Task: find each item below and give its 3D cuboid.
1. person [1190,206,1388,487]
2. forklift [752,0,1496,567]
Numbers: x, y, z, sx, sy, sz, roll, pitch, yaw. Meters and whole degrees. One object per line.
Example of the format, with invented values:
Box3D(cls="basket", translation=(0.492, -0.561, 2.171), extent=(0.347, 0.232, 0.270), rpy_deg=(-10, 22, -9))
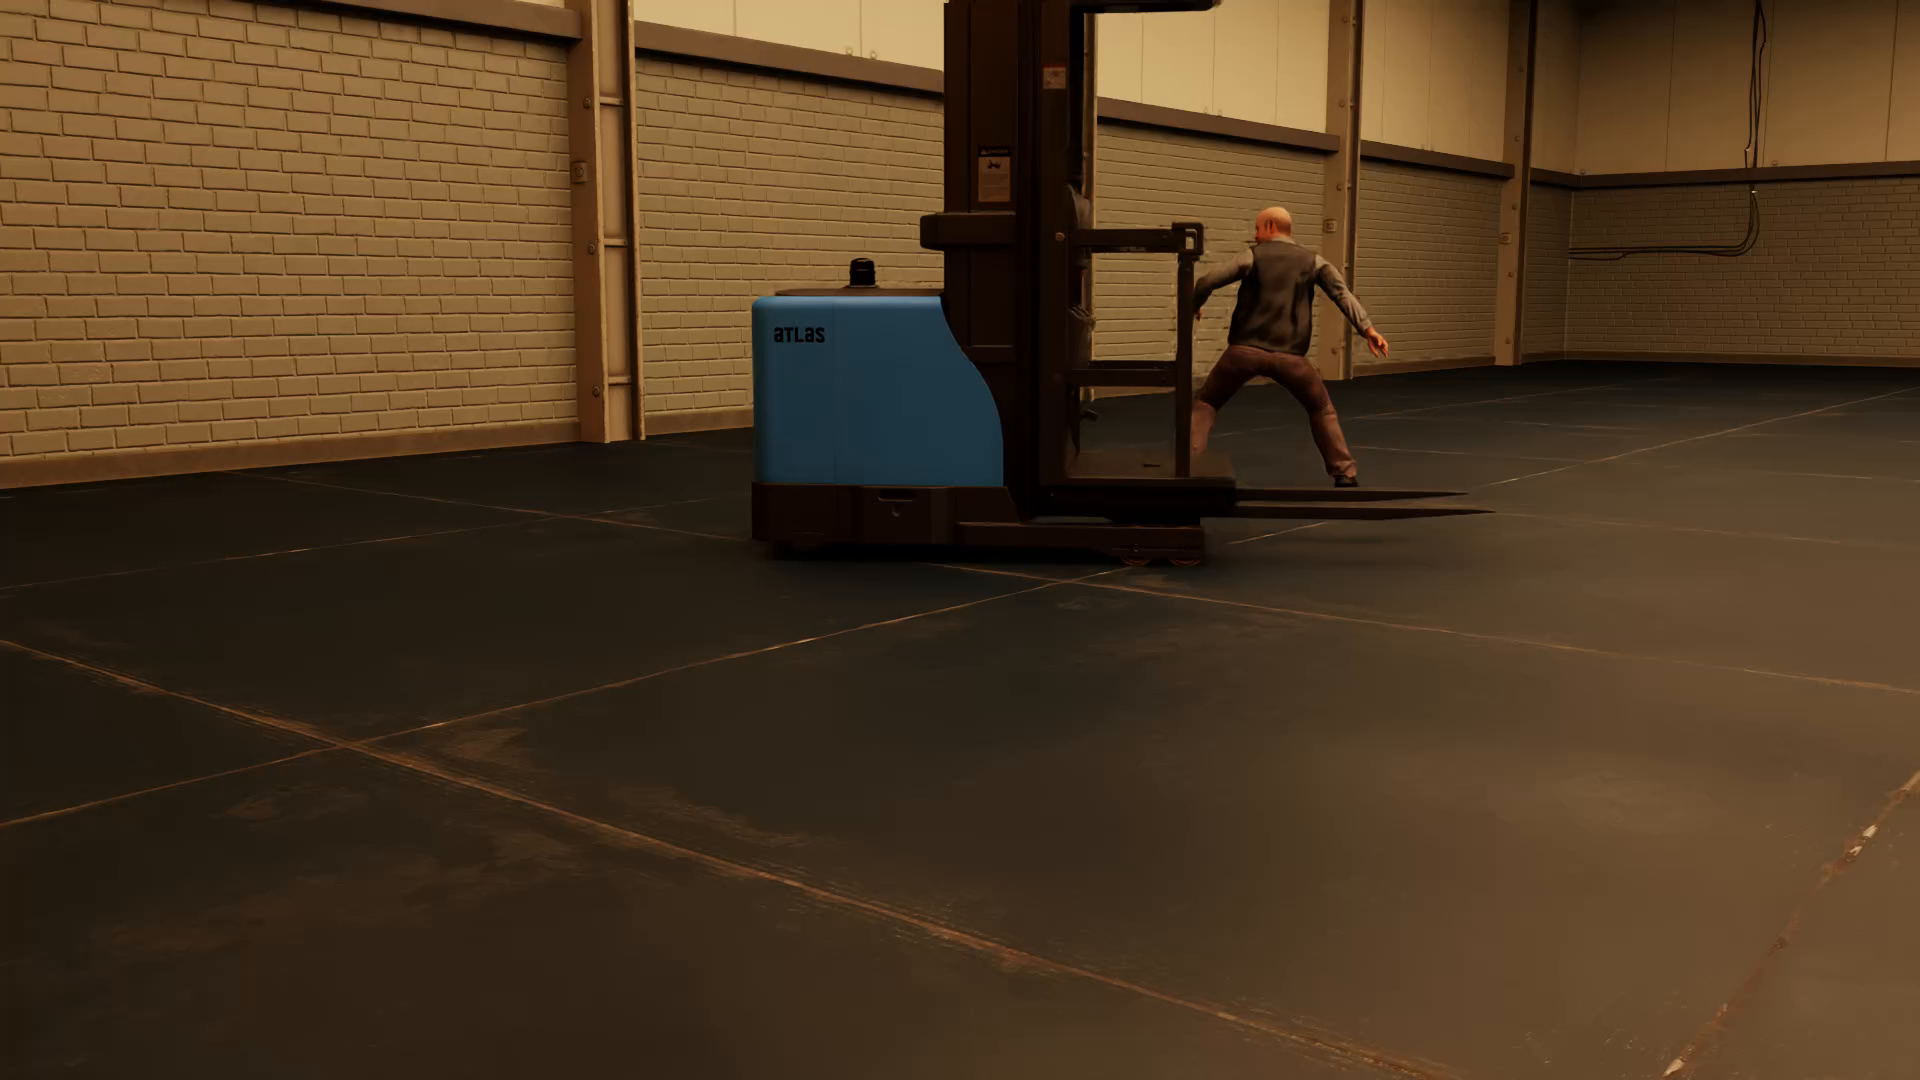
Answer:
Box3D(cls="person", translation=(1.773, -1.001, 9.189), extent=(1.117, 1.665, 0.547), rpy_deg=(1, 8, 10))
Box3D(cls="forklift", translation=(0.688, -1.422, 7.002), extent=(3.031, 2.935, 1.130), rpy_deg=(1, 8, 7))
